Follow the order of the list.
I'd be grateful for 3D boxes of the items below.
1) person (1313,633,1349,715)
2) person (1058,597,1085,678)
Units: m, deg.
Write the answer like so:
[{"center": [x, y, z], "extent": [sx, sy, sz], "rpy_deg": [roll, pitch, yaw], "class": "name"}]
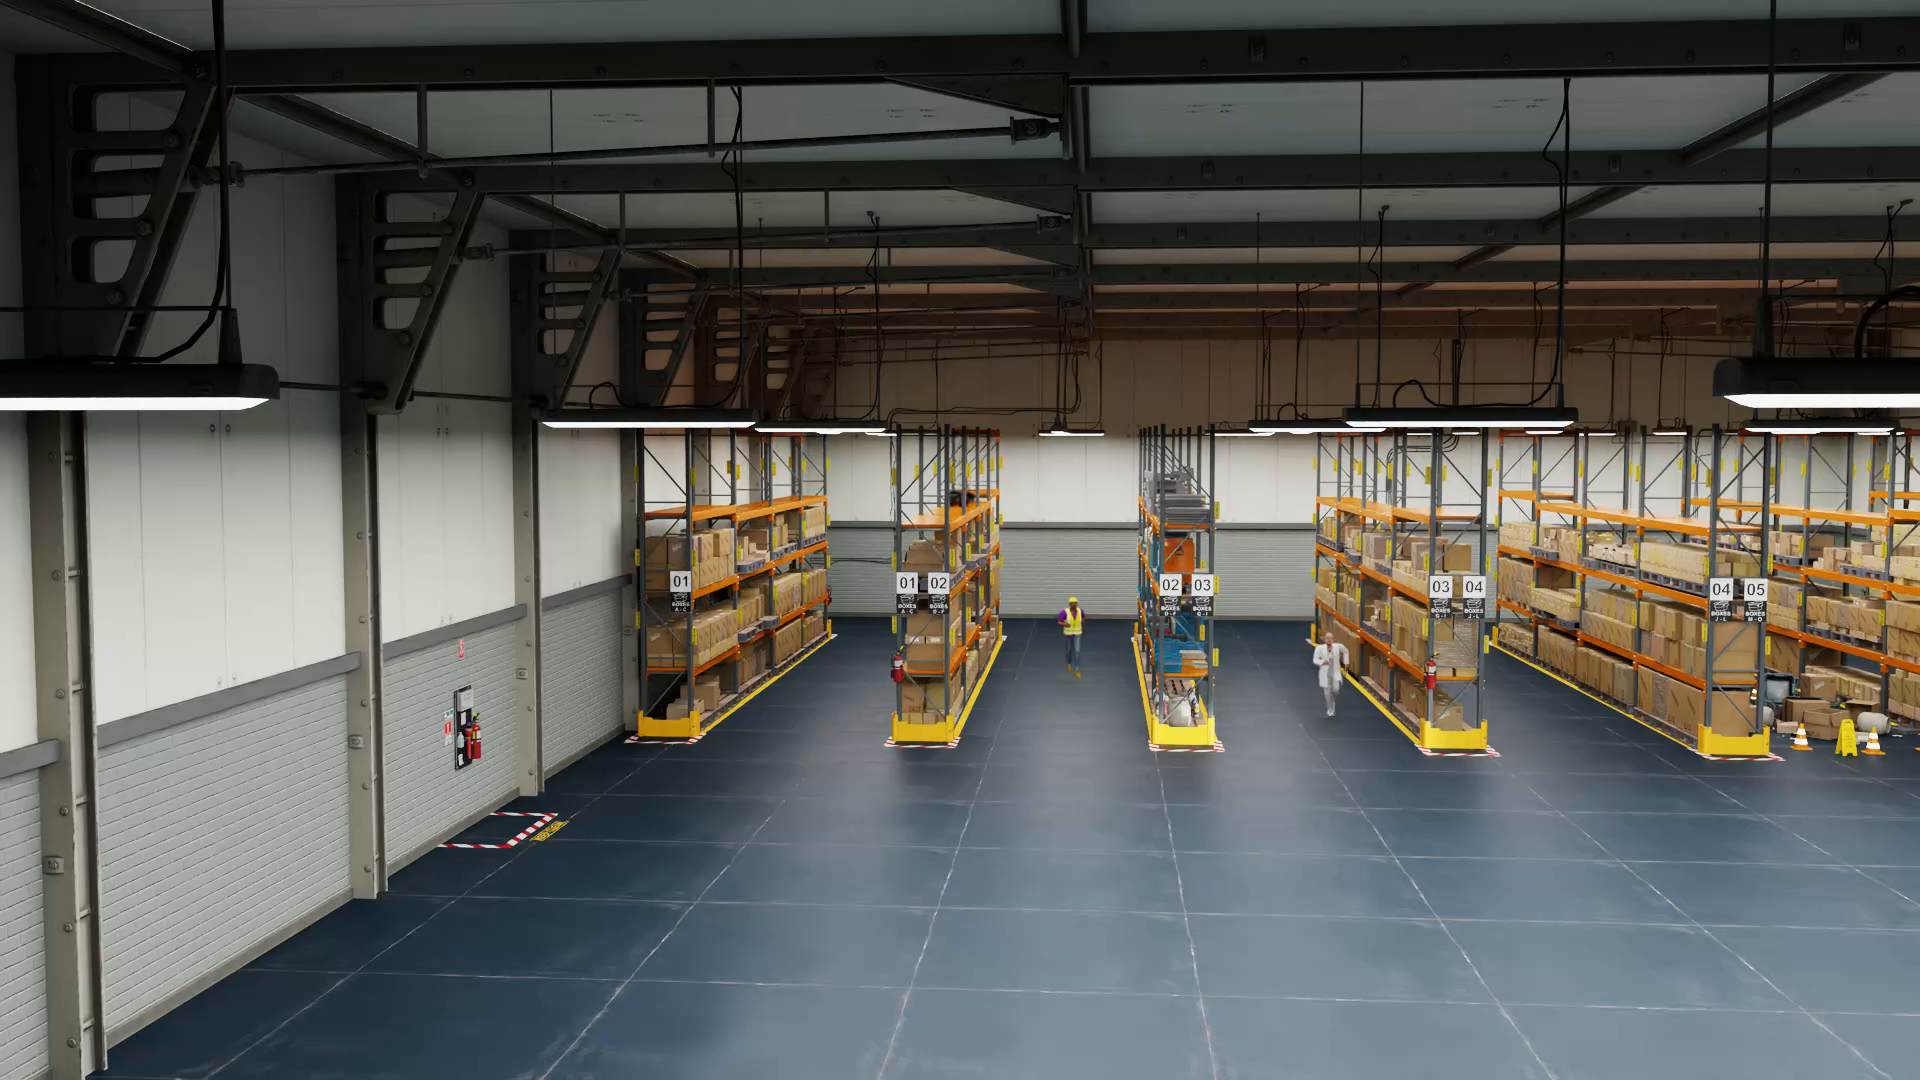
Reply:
[{"center": [7.630, 2.765, 34.161], "extent": [0.759, 1.726, 0.794], "rpy_deg": [0, 3, 7], "class": "person"}, {"center": [2.584, 2.232, 38.417], "extent": [0.676, 1.843, 0.759], "rpy_deg": [0, 3, -4], "class": "person"}]
